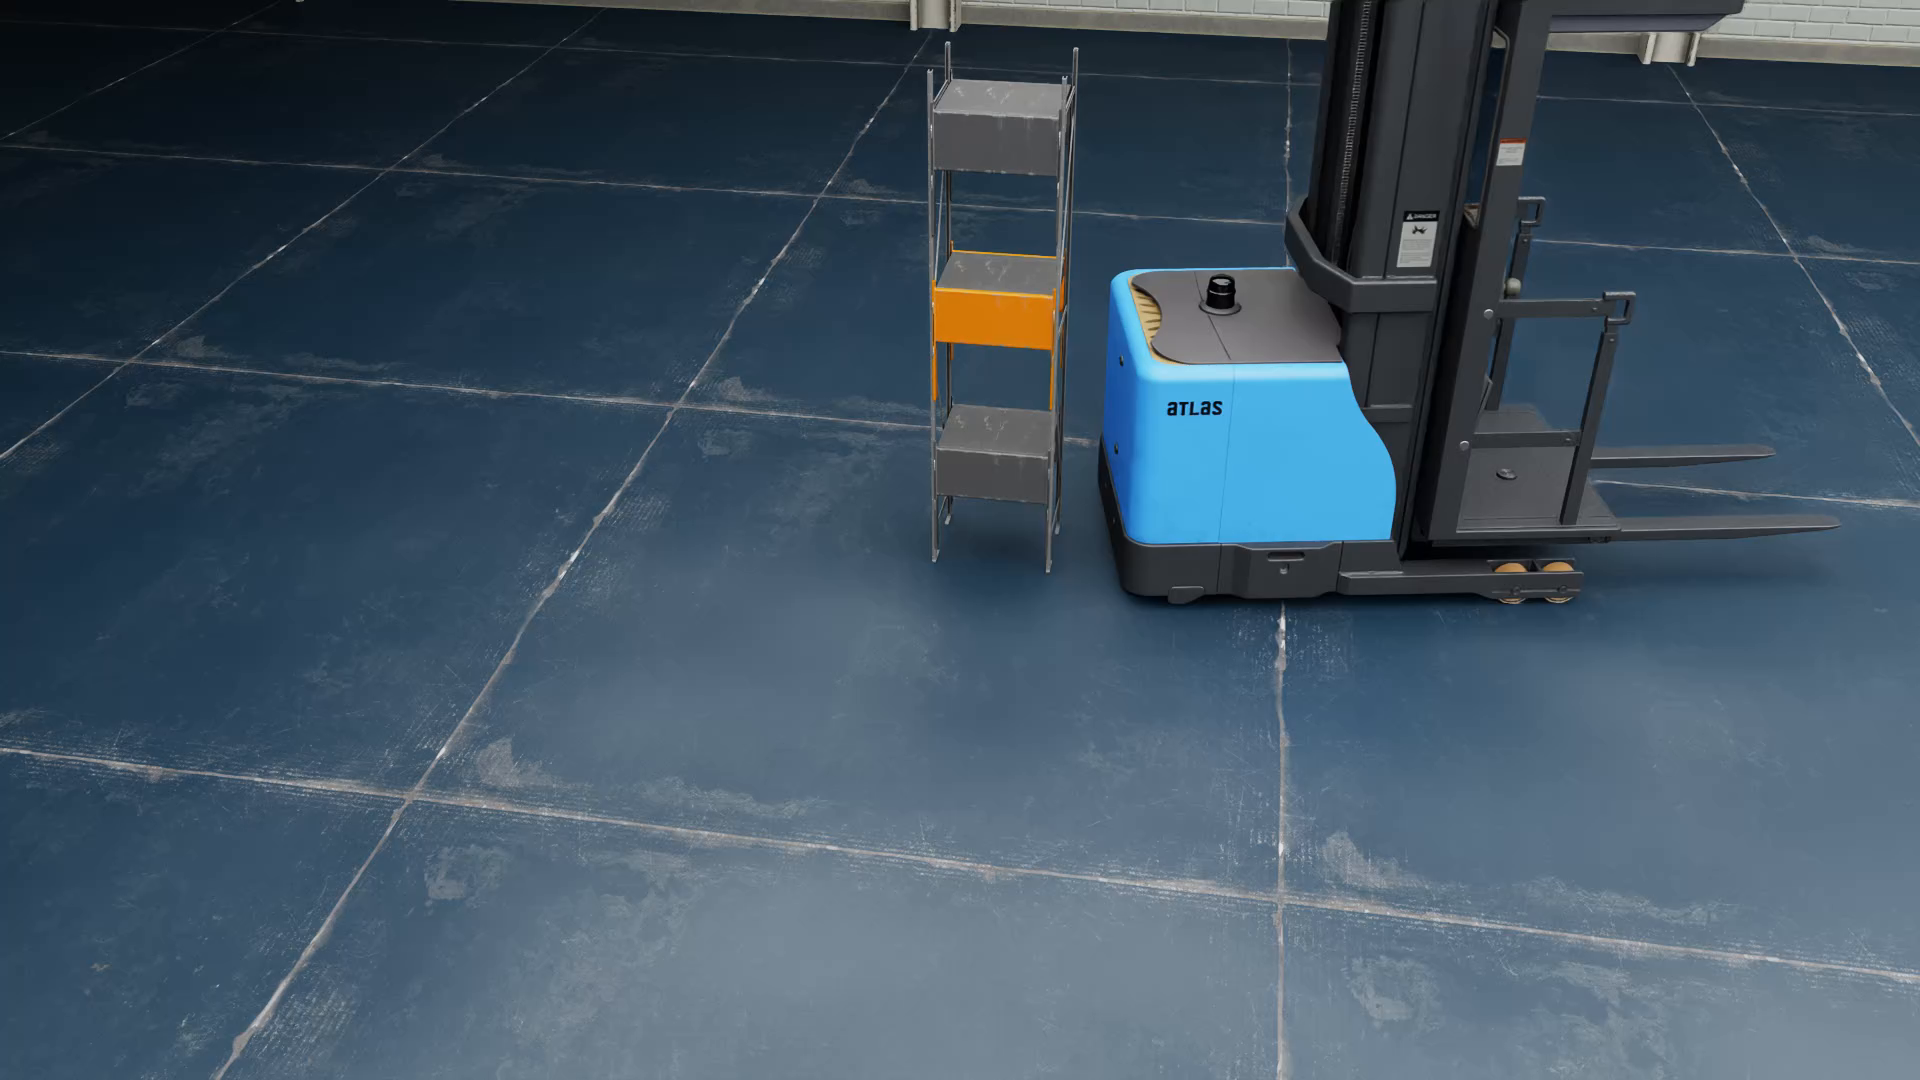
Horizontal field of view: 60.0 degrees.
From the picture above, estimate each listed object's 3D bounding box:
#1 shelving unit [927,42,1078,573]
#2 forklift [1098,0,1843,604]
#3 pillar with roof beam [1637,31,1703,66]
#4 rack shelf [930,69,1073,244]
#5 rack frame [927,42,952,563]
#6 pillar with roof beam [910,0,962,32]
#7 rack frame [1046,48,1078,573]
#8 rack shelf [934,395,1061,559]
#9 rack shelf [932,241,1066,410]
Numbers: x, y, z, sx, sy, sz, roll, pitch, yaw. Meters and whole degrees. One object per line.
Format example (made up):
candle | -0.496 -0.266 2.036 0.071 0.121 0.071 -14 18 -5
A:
shelving unit | 0.163 -0.875 6.669 0.503 2.100 0.431 5 32 8
forklift | 2.155 -1.261 6.502 3.031 2.935 1.130 -1 32 -2
pillar with roof beam | 4.984 -5.453 7.480 0.400 9.000 9.100 5 32 8
rack shelf | 0.163 -1.457 6.305 0.480 0.518 0.431 5 32 8
rack frame | -0.077 -0.897 6.704 0.015 2.100 0.400 5 32 8
pillar with roof beam | -0.930 -5.988 8.336 0.400 9.000 9.100 5 32 8
rack frame | 0.404 -0.853 6.634 0.015 2.100 0.400 5 32 8
rack shelf | 0.163 -0.270 7.048 0.480 0.518 0.431 5 32 8
rack shelf | 0.163 -0.864 6.677 0.480 0.518 0.431 5 32 8
